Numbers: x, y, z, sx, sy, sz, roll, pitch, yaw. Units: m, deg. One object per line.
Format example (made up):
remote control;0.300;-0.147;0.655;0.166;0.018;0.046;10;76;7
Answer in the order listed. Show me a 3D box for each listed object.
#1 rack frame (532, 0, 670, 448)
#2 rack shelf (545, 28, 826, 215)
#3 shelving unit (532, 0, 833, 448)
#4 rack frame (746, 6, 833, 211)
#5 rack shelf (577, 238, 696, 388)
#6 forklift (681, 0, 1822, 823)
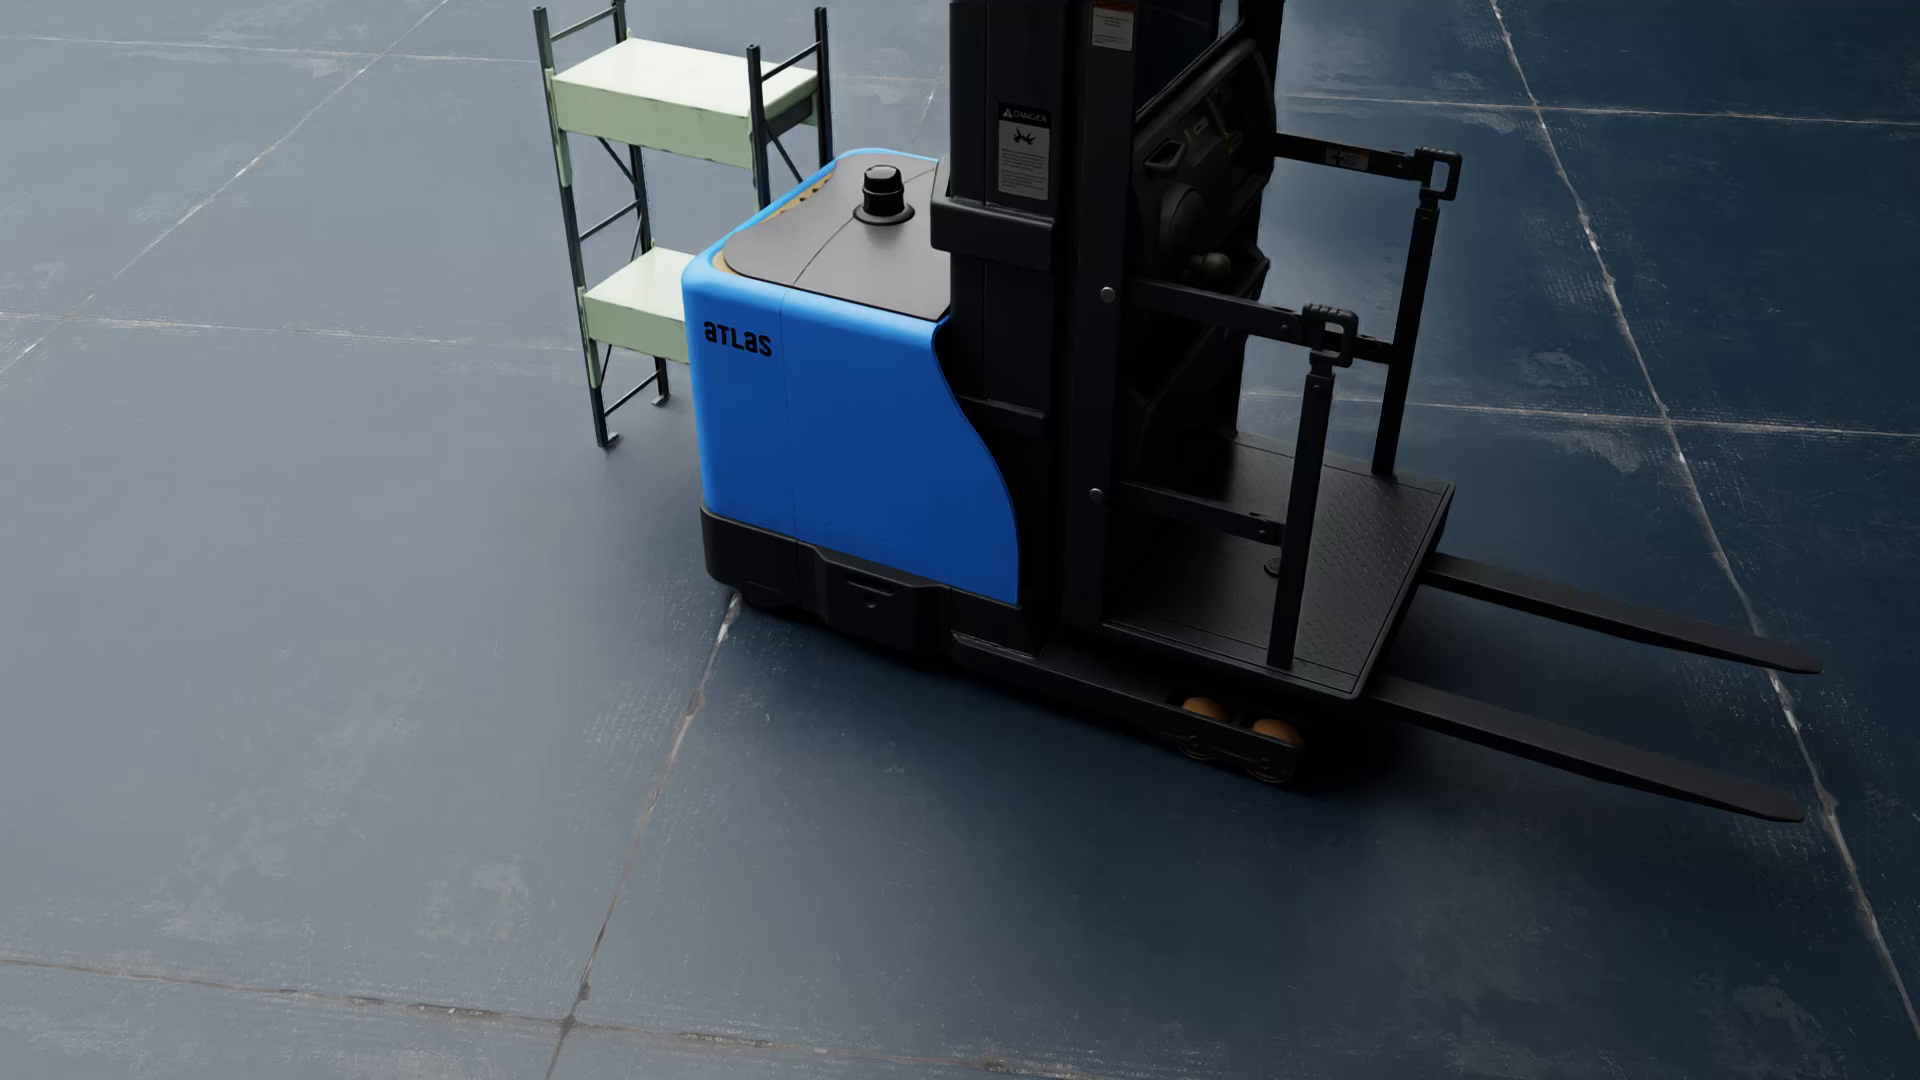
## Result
rack frame;-1.143;-1.033;5.406;0.023;1.500;0.400;16;39;21
rack shelf;-0.816;-1.256;5.047;0.720;0.370;0.431;16;39;21
shelving unit;-0.816;-0.938;5.273;0.755;1.500;0.431;16;39;21
rack frame;-0.488;-0.843;5.140;0.023;1.500;0.400;16;39;21
rack shelf;-0.816;-0.673;5.463;0.720;0.370;0.431;16;39;21
forklift;0.788;-0.912;4.004;3.031;2.935;1.130;16;39;21
